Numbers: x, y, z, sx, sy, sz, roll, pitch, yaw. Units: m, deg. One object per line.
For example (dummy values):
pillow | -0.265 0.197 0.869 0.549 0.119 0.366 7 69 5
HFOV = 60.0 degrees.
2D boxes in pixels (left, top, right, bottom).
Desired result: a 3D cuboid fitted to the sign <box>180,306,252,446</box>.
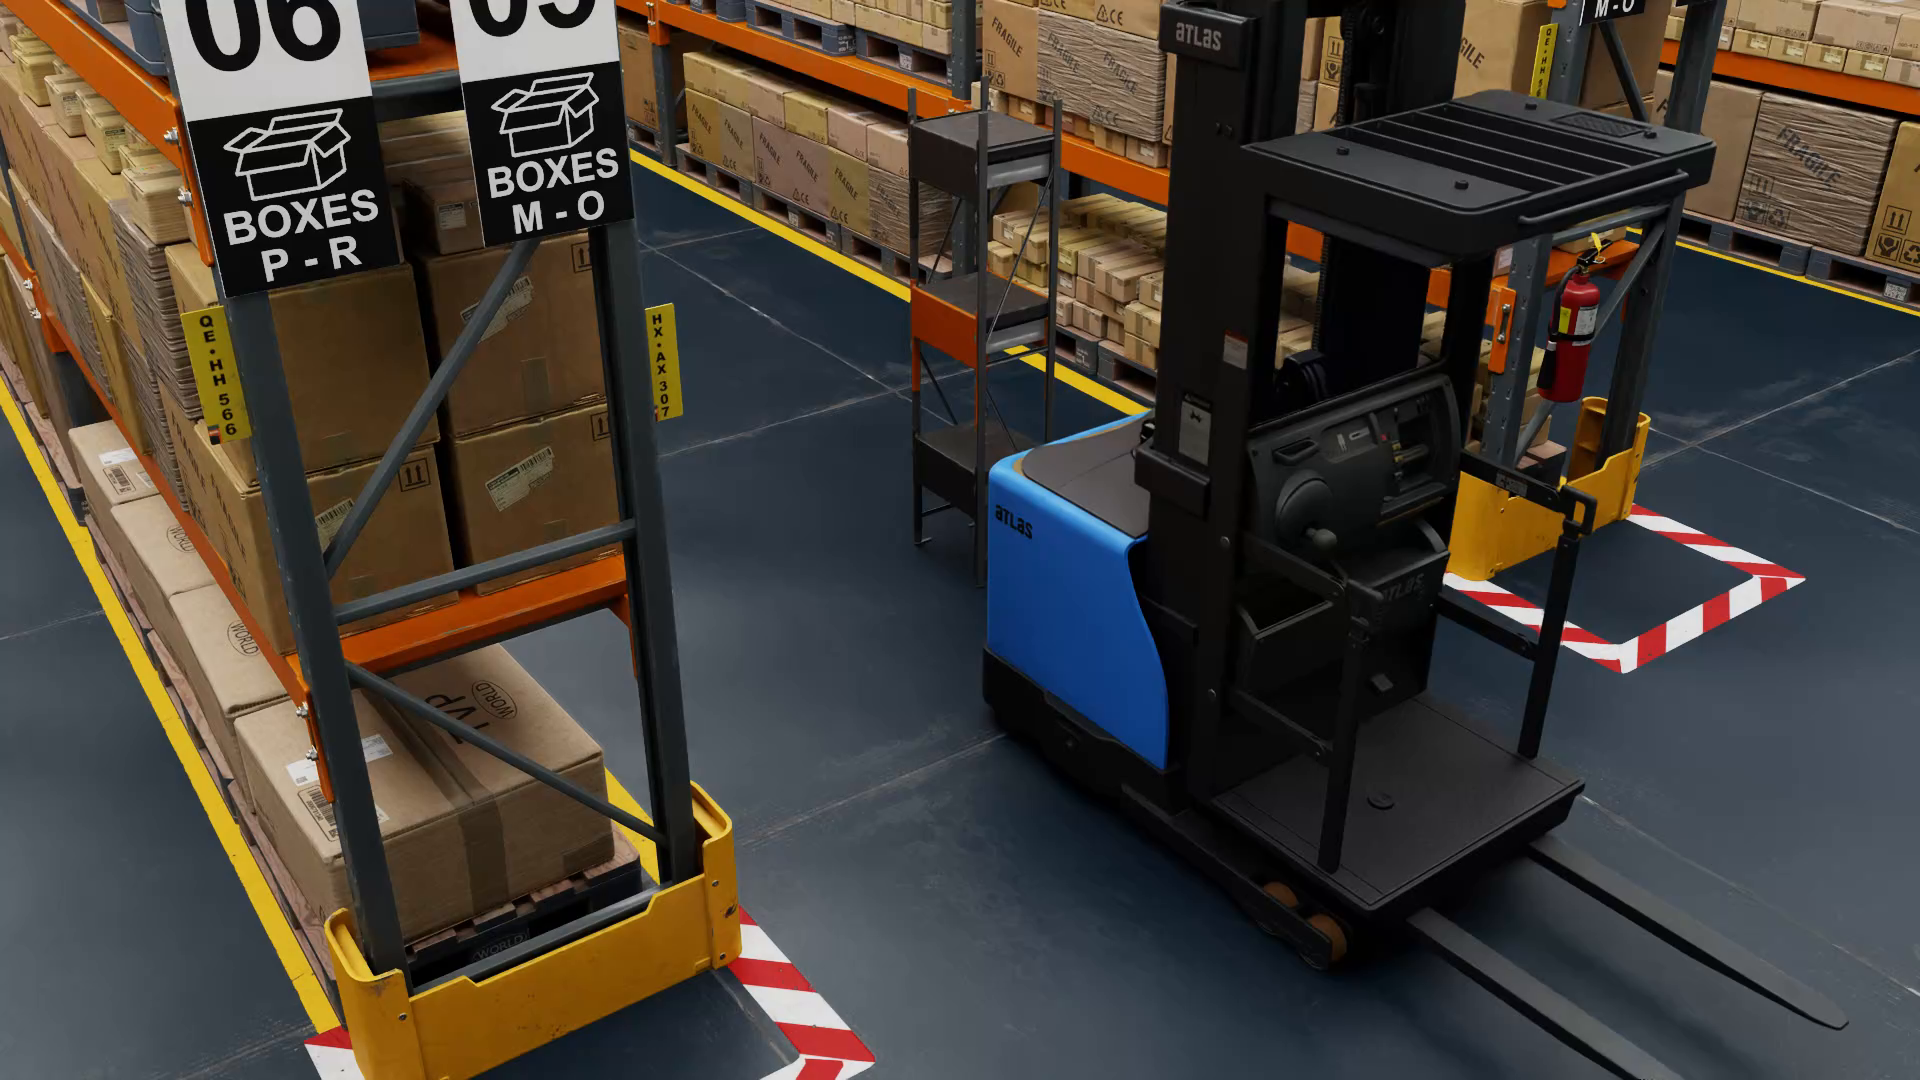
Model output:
sign | -1.712 -0.378 3.841 0.100 0.325 0.005 -19 34 -31

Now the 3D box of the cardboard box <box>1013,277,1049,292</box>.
cardboard box | 0.495 -1.472 9.865 0.380 0.149 0.250 -18 33 -29

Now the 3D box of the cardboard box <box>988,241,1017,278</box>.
cardboard box | 0.341 -1.707 9.986 0.380 0.149 0.250 -17 33 -28

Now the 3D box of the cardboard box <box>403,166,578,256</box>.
cardboard box | -1.243 -0.893 4.419 0.380 0.149 0.250 -18 33 -30

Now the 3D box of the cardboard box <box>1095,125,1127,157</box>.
cardboard box | 0.943 -2.171 8.867 0.380 0.149 0.250 -18 33 -30

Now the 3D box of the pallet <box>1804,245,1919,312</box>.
pallet | 6.283 -1.717 10.690 1.003 0.211 1.213 -19 34 -31

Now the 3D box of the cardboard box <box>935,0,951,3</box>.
cardboard box | -0.001 -3.312 9.905 0.380 0.149 0.250 -17 33 -28

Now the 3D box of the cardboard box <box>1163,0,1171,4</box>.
cardboard box | 1.331 -2.644 8.011 0.500 0.500 0.500 -20 34 -32

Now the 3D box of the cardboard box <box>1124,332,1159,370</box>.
cardboard box | 1.126 -1.082 9.147 0.380 0.149 0.250 -20 34 -32

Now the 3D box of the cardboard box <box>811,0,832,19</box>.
cardboard box | -0.759 -3.554 10.974 0.380 0.149 0.250 -17 33 -29

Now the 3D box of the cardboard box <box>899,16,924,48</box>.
cardboard box | -0.152 -3.149 10.228 0.380 0.149 0.250 -19 34 -30

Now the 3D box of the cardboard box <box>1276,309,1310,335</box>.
cardboard box | 1.545 -1.034 8.436 0.380 0.149 0.250 -17 33 -29

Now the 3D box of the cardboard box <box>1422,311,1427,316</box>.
cardboard box | 2.173 -1.091 8.540 0.380 0.149 0.250 -21 35 -33

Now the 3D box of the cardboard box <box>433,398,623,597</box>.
cardboard box | -1.307 -0.220 4.907 0.500 0.500 0.500 -19 34 -31

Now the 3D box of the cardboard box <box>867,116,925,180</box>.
cardboard box | -0.247 -2.510 10.621 0.500 0.250 0.500 -20 34 -32

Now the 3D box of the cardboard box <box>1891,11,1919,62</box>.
cardboard box | 6.019 -3.030 10.032 0.500 0.250 0.500 -19 34 -31

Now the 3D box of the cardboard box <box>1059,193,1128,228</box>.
cardboard box | 0.810 -2.001 10.216 0.380 0.149 0.250 -18 33 -29

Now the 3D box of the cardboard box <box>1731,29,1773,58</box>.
cardboard box | 5.296 -3.285 10.919 0.380 0.149 0.250 -20 34 -32

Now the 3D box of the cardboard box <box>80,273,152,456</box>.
cardboard box | -2.653 -0.662 5.720 0.500 0.500 0.500 -18 33 -29

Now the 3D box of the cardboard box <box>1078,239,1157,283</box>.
cardboard box | 0.890 -1.573 9.427 0.380 0.149 0.250 -20 34 -32

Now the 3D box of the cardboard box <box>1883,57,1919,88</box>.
cardboard box | 5.894 -2.886 10.185 0.380 0.149 0.250 -18 33 -30

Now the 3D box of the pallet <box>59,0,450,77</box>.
pallet | -1.701 -1.474 4.272 1.003 0.211 1.213 -19 34 -31

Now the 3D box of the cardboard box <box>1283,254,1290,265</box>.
cardboard box | 1.626 -1.515 9.319 0.380 0.149 0.250 -20 34 -32

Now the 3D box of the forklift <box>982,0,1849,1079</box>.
forklift | 1.371 -0.201 5.049 1.130 2.935 3.031 -20 34 -32

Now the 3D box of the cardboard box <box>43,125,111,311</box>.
cardboard box | -2.637 -1.099 5.478 0.500 0.500 0.500 -19 34 -31

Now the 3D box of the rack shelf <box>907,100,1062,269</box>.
rack shelf | 0.096 -1.461 6.803 0.431 0.518 0.480 -19 34 -31

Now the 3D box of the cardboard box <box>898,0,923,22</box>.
cardboard box | -0.154 -3.281 10.160 0.380 0.149 0.250 -19 34 -30

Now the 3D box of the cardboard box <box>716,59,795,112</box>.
cardboard box | -1.432 -3.313 12.100 0.500 0.250 0.500 -19 34 -31

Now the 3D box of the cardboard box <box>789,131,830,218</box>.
cardboard box | -0.835 -2.579 11.534 0.500 0.500 0.500 -20 34 -32

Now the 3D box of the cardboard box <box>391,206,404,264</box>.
cardboard box | -1.634 -0.762 4.178 0.380 0.149 0.250 -18 33 -30

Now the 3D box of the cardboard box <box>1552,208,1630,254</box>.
cardboard box | 2.790 -1.426 7.495 0.380 0.149 0.250 -19 34 -31

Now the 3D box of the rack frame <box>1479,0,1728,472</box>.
rack frame | 2.711 -1.319 7.036 1.000 3.000 0.127 -19 34 -31

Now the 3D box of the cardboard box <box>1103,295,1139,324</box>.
cardboard box | 1.026 -1.330 9.291 0.380 0.149 0.250 -17 33 -28

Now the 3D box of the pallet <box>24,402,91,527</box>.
pallet | -4.091 -0.518 8.483 1.003 0.211 1.213 -19 34 -31

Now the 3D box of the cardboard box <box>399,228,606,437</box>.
cardboard box | -1.309 -0.658 4.667 0.500 0.500 0.500 -20 34 -32

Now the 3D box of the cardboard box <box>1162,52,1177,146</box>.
cardboard box | 1.364 -2.190 8.223 0.500 0.500 0.500 -17 33 -28

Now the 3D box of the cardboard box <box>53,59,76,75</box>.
cardboard box | -2.829 -1.556 5.640 0.380 0.149 0.250 -19 34 -31

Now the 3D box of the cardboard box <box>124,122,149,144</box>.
cardboard box | -2.225 -1.162 4.914 0.380 0.149 0.250 -19 34 -31

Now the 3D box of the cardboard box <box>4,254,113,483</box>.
cardboard box | -4.007 -0.934 8.114 0.875 0.875 0.875 -18 33 -29

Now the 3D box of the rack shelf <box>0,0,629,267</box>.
rack shelf | -2.422 -1.689 5.328 1.077 0.370 4.000 -19 34 -31

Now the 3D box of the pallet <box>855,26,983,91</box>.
pallet | 0.066 -3.127 10.567 1.003 0.211 1.213 -19 34 -31

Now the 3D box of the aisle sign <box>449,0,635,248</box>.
aisle sign | -0.984 -1.104 3.917 0.394 0.787 0.004 -19 34 -31

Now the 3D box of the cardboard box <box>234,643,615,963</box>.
cardboard box | -1.726 0.803 5.373 0.875 0.438 0.875 -20 34 -32

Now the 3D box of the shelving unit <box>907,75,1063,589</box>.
shelving unit | 0.096 -0.858 7.130 0.431 2.100 0.503 -19 34 -31

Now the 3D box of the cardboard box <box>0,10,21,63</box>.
cardboard box | -3.449 -1.943 6.353 0.380 0.149 0.250 -18 33 -30

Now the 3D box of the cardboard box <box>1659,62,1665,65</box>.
cardboard box | 4.808 -3.180 12.249 0.875 0.875 0.875 -19 34 -31

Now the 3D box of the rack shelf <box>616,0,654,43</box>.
rack shelf | -3.089 -4.891 14.366 1.077 0.370 4.000 -19 34 -31

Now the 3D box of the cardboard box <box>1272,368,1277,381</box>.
cardboard box | 1.798 -0.842 8.394 0.380 0.149 0.250 -19 34 -31

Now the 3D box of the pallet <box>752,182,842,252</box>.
pallet | -0.773 -2.426 11.996 1.003 0.211 1.213 -19 34 -31

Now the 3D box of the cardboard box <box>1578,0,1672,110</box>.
cardboard box | 2.667 -2.181 7.159 0.500 0.500 0.500 -19 34 -31

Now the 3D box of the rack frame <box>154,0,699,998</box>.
rack frame | -1.262 0.090 4.441 1.000 3.000 0.127 -19 34 -31

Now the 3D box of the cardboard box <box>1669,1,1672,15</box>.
cardboard box | 4.834 -3.823 11.492 0.500 0.250 0.500 -19 34 -31

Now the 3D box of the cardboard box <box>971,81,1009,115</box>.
cardboard box | 0.289 -2.563 9.590 0.380 0.149 0.250 -17 33 -29
